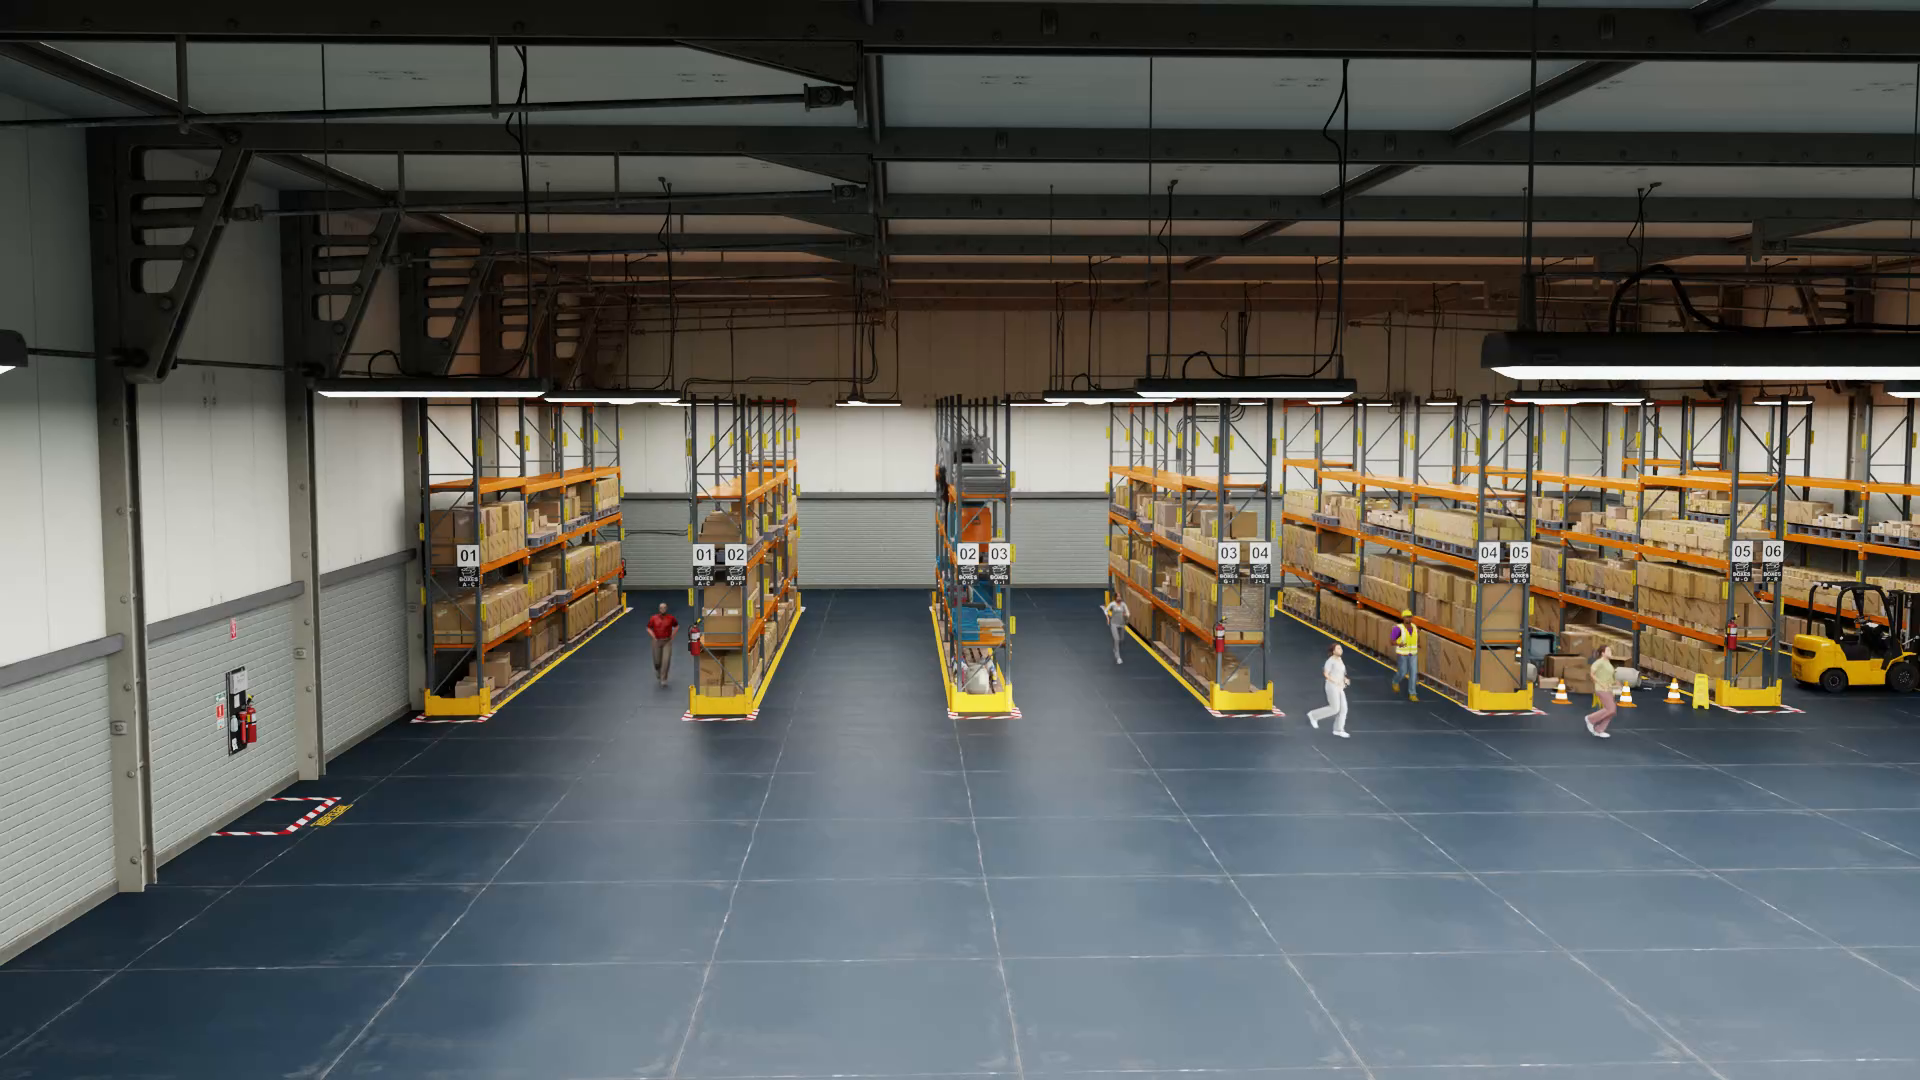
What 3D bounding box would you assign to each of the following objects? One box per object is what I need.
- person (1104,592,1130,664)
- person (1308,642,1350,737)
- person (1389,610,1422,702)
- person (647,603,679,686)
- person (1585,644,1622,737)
[{"bbox_3d":[3.563,1.953,37.519,0.536,1.586,0.893,-1,5,-11],"label":"person"},{"bbox_3d":[6.539,2.614,29.259,0.734,1.654,0.572,3,6,38],"label":"person"},{"bbox_3d":[8.798,2.256,32.765,0.700,1.762,0.957,-1,5,-10],"label":"person"},{"bbox_3d":[-6.178,2.149,34.601,0.660,1.699,0.772,-1,5,-12],"label":"person"},{"bbox_3d":[11.221,2.625,29.008,0.533,1.624,0.559,4,6,42],"label":"person"}]
